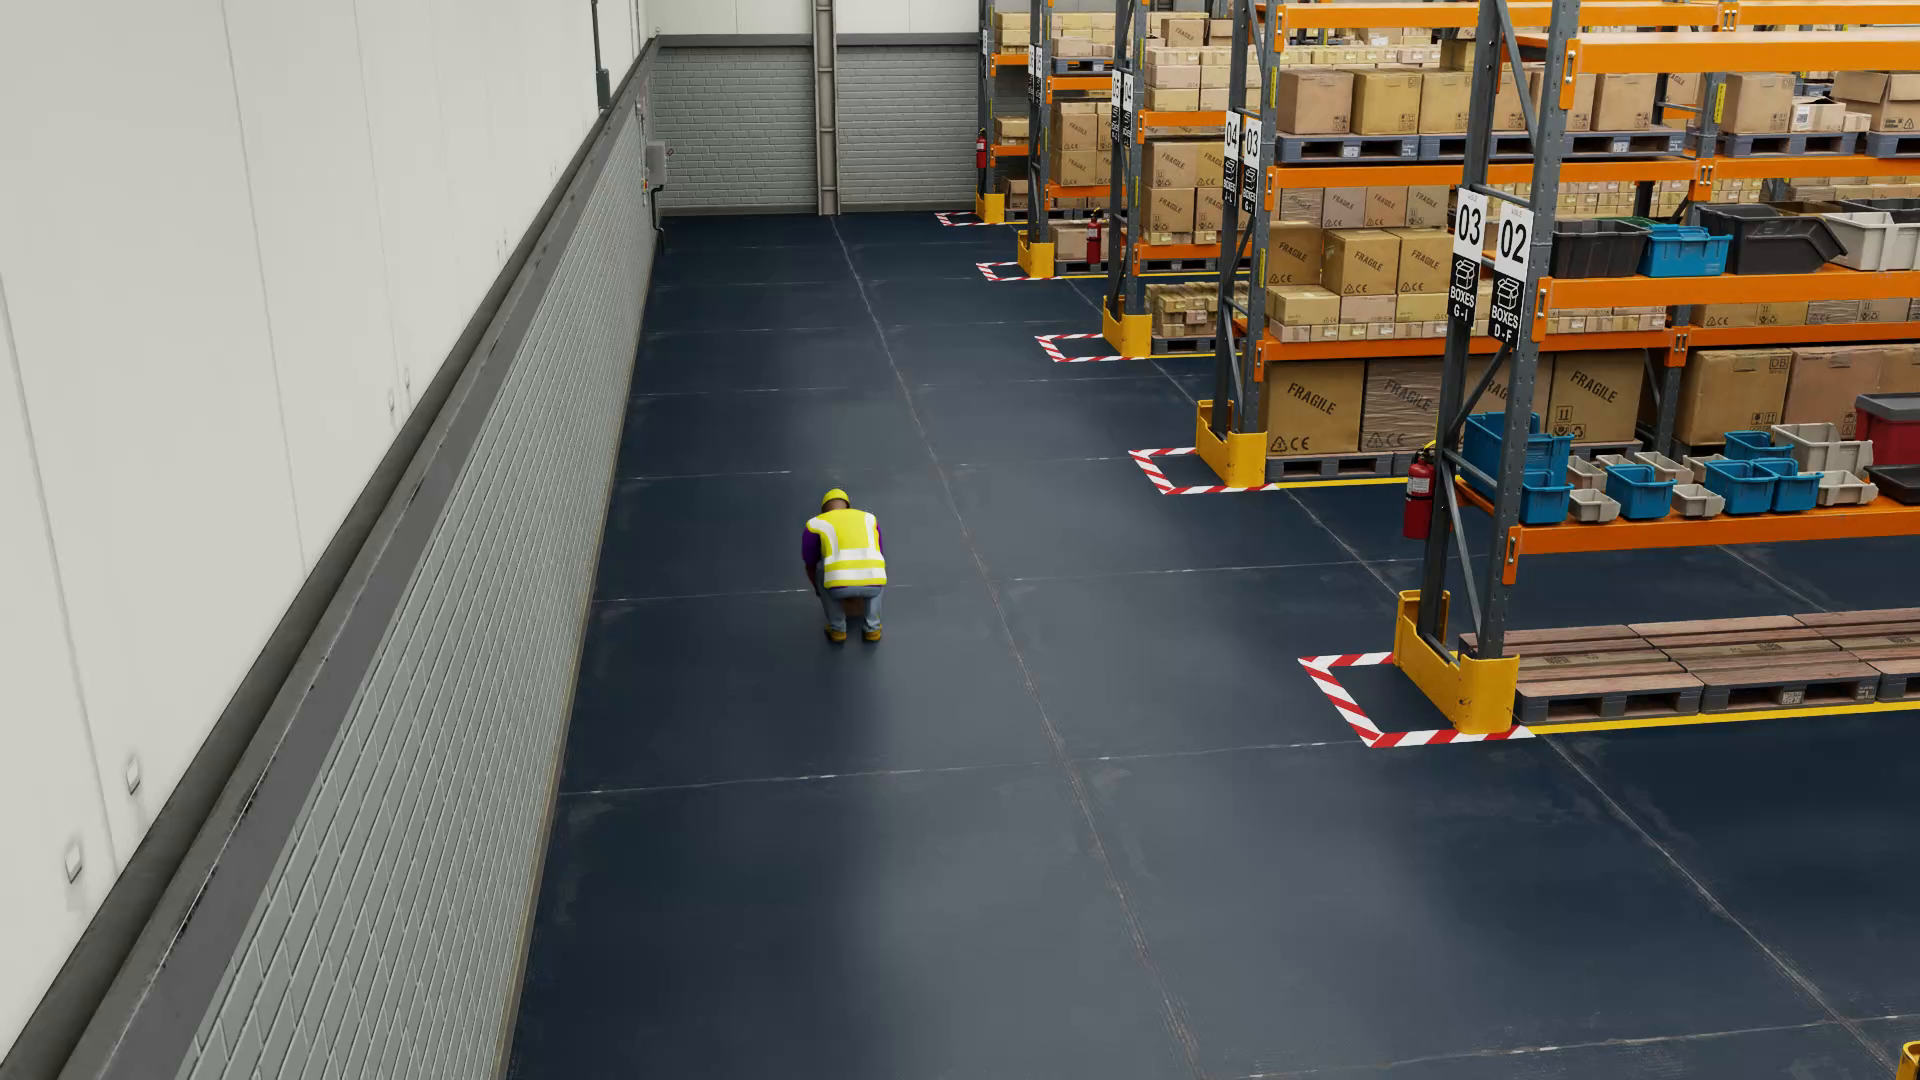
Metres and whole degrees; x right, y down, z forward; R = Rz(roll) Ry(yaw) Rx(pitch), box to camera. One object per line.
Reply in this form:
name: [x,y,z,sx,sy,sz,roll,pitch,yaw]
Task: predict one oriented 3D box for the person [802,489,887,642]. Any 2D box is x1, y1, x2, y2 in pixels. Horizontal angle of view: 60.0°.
person: [-0.814,0.193,11.726,0.572,0.942,0.896,-3,20,-8]
